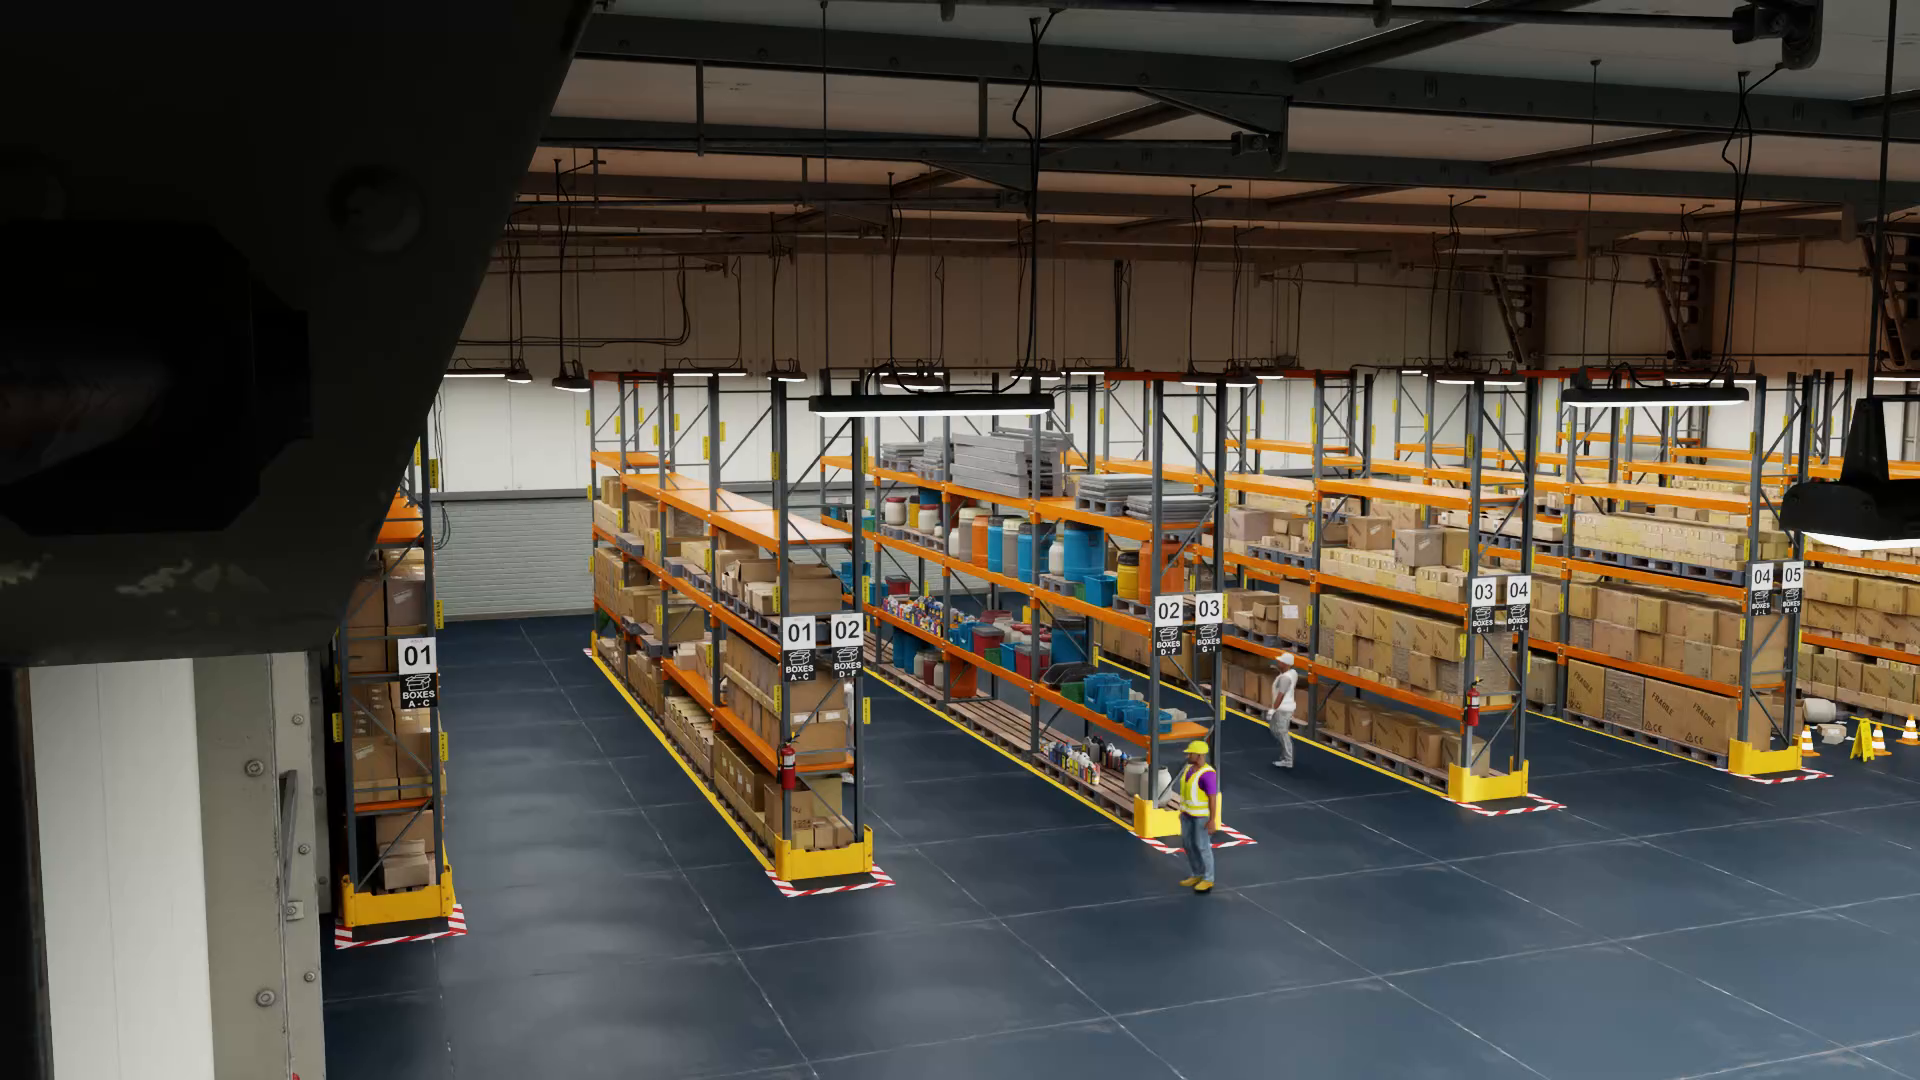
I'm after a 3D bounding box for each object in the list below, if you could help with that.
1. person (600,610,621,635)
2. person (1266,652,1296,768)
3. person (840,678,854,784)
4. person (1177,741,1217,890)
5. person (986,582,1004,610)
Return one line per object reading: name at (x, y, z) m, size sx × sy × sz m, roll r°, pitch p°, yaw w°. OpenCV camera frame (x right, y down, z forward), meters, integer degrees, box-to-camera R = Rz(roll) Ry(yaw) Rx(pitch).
person at (-7.594, 1.391, 36.332) m, size 0.996 × 1.728 × 0.671 m, roll -3°, pitch 7°, yaw -24°
person at (4.914, 2.559, 25.468) m, size 0.428 × 1.716 × 0.566 m, roll 3°, pitch 7°, yaw 23°
person at (-1.637, 2.704, 24.633) m, size 0.403 × 1.790 × 0.570 m, roll -2°, pitch 7°, yaw -15°
person at (2.819, 3.262, 19.696) m, size 0.366 × 1.793 × 0.672 m, roll -3°, pitch 7°, yaw -28°
person at (0.696, 1.675, 34.194) m, size 0.423 × 1.748 × 0.587 m, roll 1°, pitch 6°, yaw 9°
